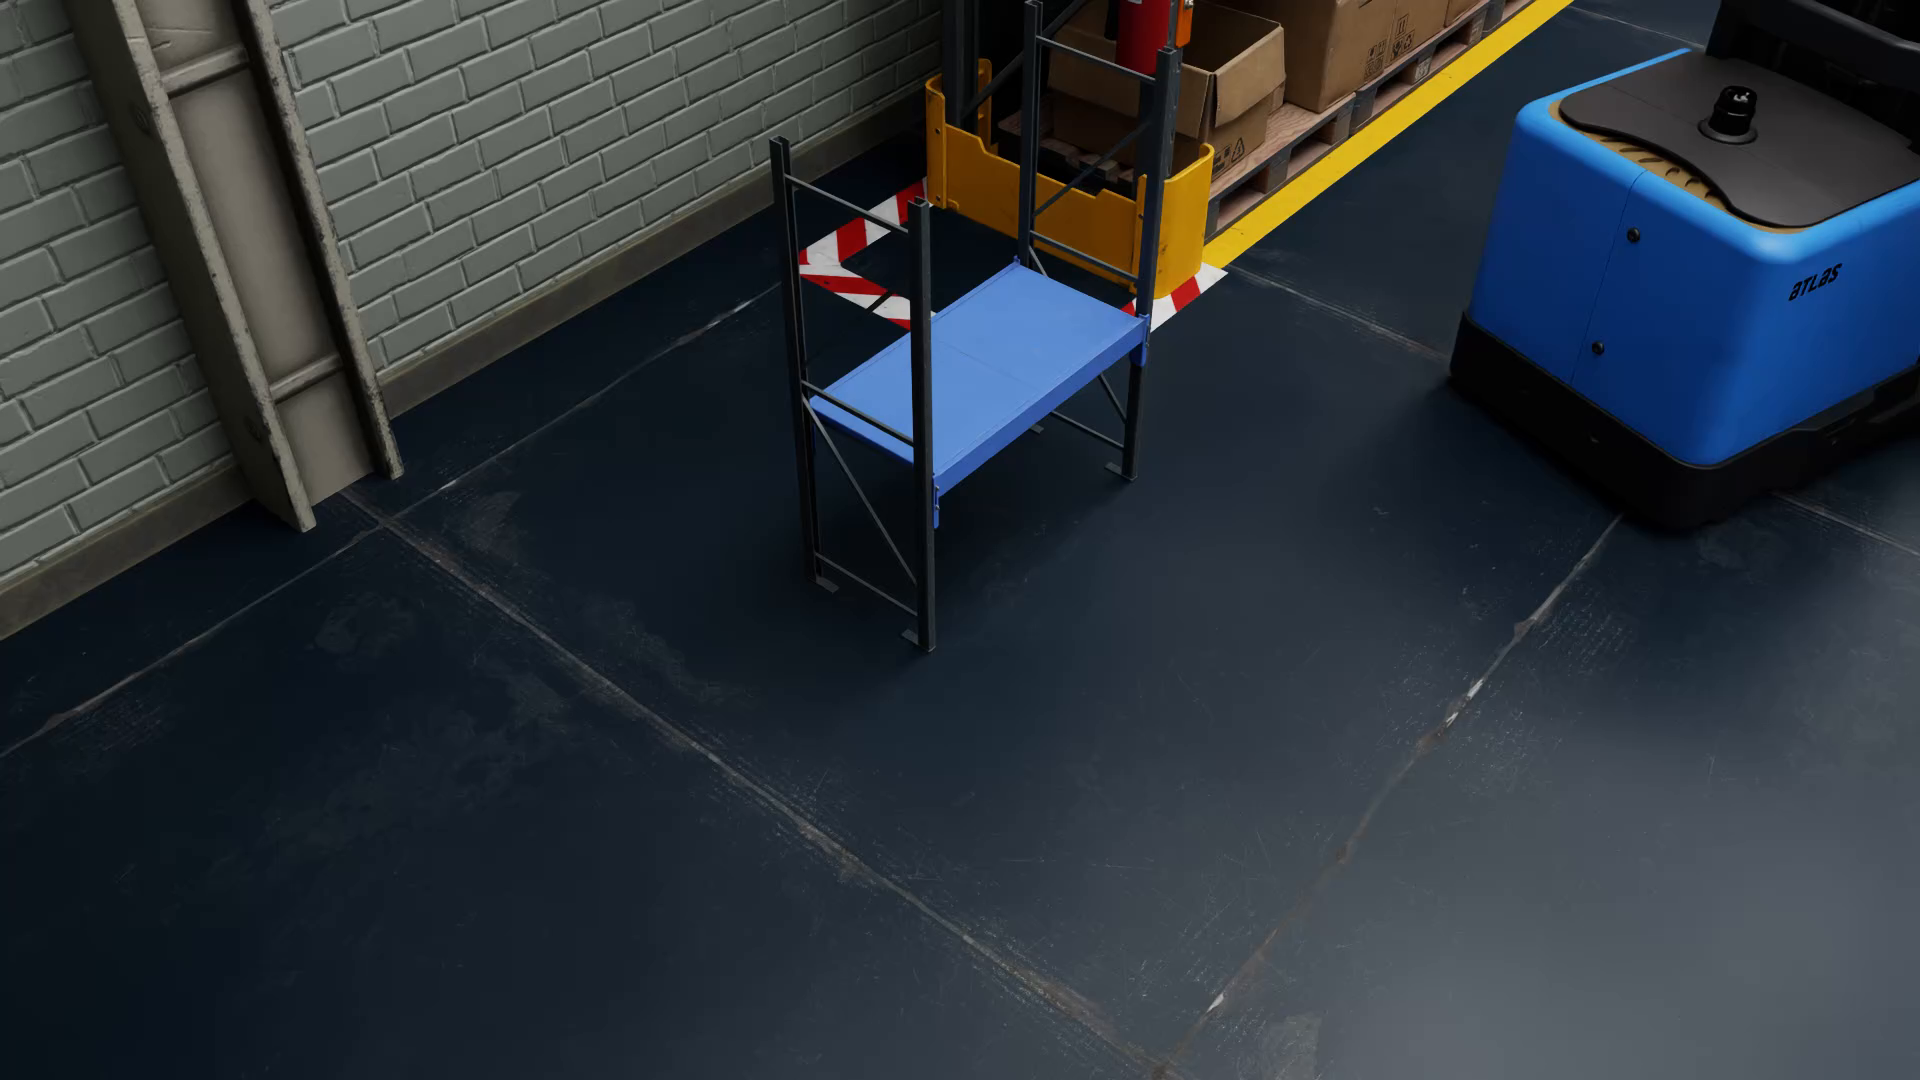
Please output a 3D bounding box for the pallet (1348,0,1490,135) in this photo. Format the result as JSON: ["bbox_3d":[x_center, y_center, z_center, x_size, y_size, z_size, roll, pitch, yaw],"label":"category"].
[{"bbox_3d":[1.695,-2.340,7.667,1.003,0.211,1.213,29,50,28],"label":"pallet"}]

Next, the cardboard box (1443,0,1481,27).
[{"bbox_3d":[2.063,-2.759,7.600,0.700,0.500,0.500,28,49,27],"label":"cardboard box"}]

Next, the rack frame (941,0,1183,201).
[{"bbox_3d":[0.348,-2.296,5.546,1.000,3.000,0.127,29,50,28],"label":"rack frame"}]

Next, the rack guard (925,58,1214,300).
[{"bbox_3d":[0.397,-1.411,6.430,1.175,0.500,0.348,29,50,28],"label":"rack guard"}]

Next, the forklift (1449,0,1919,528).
[{"bbox_3d":[3.227,-1.881,5.140,3.031,2.935,1.130,-23,47,-23],"label":"forklift"}]

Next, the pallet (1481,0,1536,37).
[{"bbox_3d":[2.480,-2.971,8.361,1.003,0.211,1.213,29,50,28],"label":"pallet"}]

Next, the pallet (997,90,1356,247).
[{"bbox_3d":[0.910,-1.715,6.979,1.003,0.211,1.213,29,50,28],"label":"pallet"}]

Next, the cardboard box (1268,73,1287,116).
[{"bbox_3d":[1.118,-1.873,6.887,0.380,0.149,0.250,28,49,27],"label":"cardboard box"}]

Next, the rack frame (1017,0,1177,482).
[{"bbox_3d":[0.382,-0.861,5.082,0.500,1.500,0.032,29,50,28],"label":"rack frame"}]

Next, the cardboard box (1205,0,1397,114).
[{"bbox_3d":[1.394,-2.224,7.012,0.700,0.500,0.500,32,51,30],"label":"cardboard box"}]

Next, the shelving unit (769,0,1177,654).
[{"bbox_3d":[0.055,-0.599,4.794,0.538,1.500,1.048,29,50,28],"label":"shelving unit"}]

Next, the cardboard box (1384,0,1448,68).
[{"bbox_3d":[1.811,-2.453,7.264,0.500,0.500,0.500,30,50,29],"label":"cardboard box"}]

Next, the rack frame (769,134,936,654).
[{"bbox_3d":[-0.272,-0.337,4.506,0.500,1.500,0.032,29,50,28],"label":"rack frame"}]

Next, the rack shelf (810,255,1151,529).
[{"bbox_3d":[0.055,-0.466,4.915,0.538,0.185,1.000,29,50,28],"label":"rack shelf"}]

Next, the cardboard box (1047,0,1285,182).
[{"bbox_3d":[0.815,-1.802,6.546,0.797,0.503,0.637,28,49,27],"label":"cardboard box"}]

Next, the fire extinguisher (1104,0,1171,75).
[{"bbox_3d":[0.607,-1.854,5.394,0.296,0.674,0.183,29,50,28],"label":"fire extinguisher"}]

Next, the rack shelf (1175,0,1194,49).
[{"bbox_3d":[1.635,-3.060,6.920,1.077,0.370,4.000,29,50,28],"label":"rack shelf"}]

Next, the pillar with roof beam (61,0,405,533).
[{"bbox_3d":[1.218,-1.654,0.380,9.100,9.000,0.400,29,50,28],"label":"pillar with roof beam"}]
